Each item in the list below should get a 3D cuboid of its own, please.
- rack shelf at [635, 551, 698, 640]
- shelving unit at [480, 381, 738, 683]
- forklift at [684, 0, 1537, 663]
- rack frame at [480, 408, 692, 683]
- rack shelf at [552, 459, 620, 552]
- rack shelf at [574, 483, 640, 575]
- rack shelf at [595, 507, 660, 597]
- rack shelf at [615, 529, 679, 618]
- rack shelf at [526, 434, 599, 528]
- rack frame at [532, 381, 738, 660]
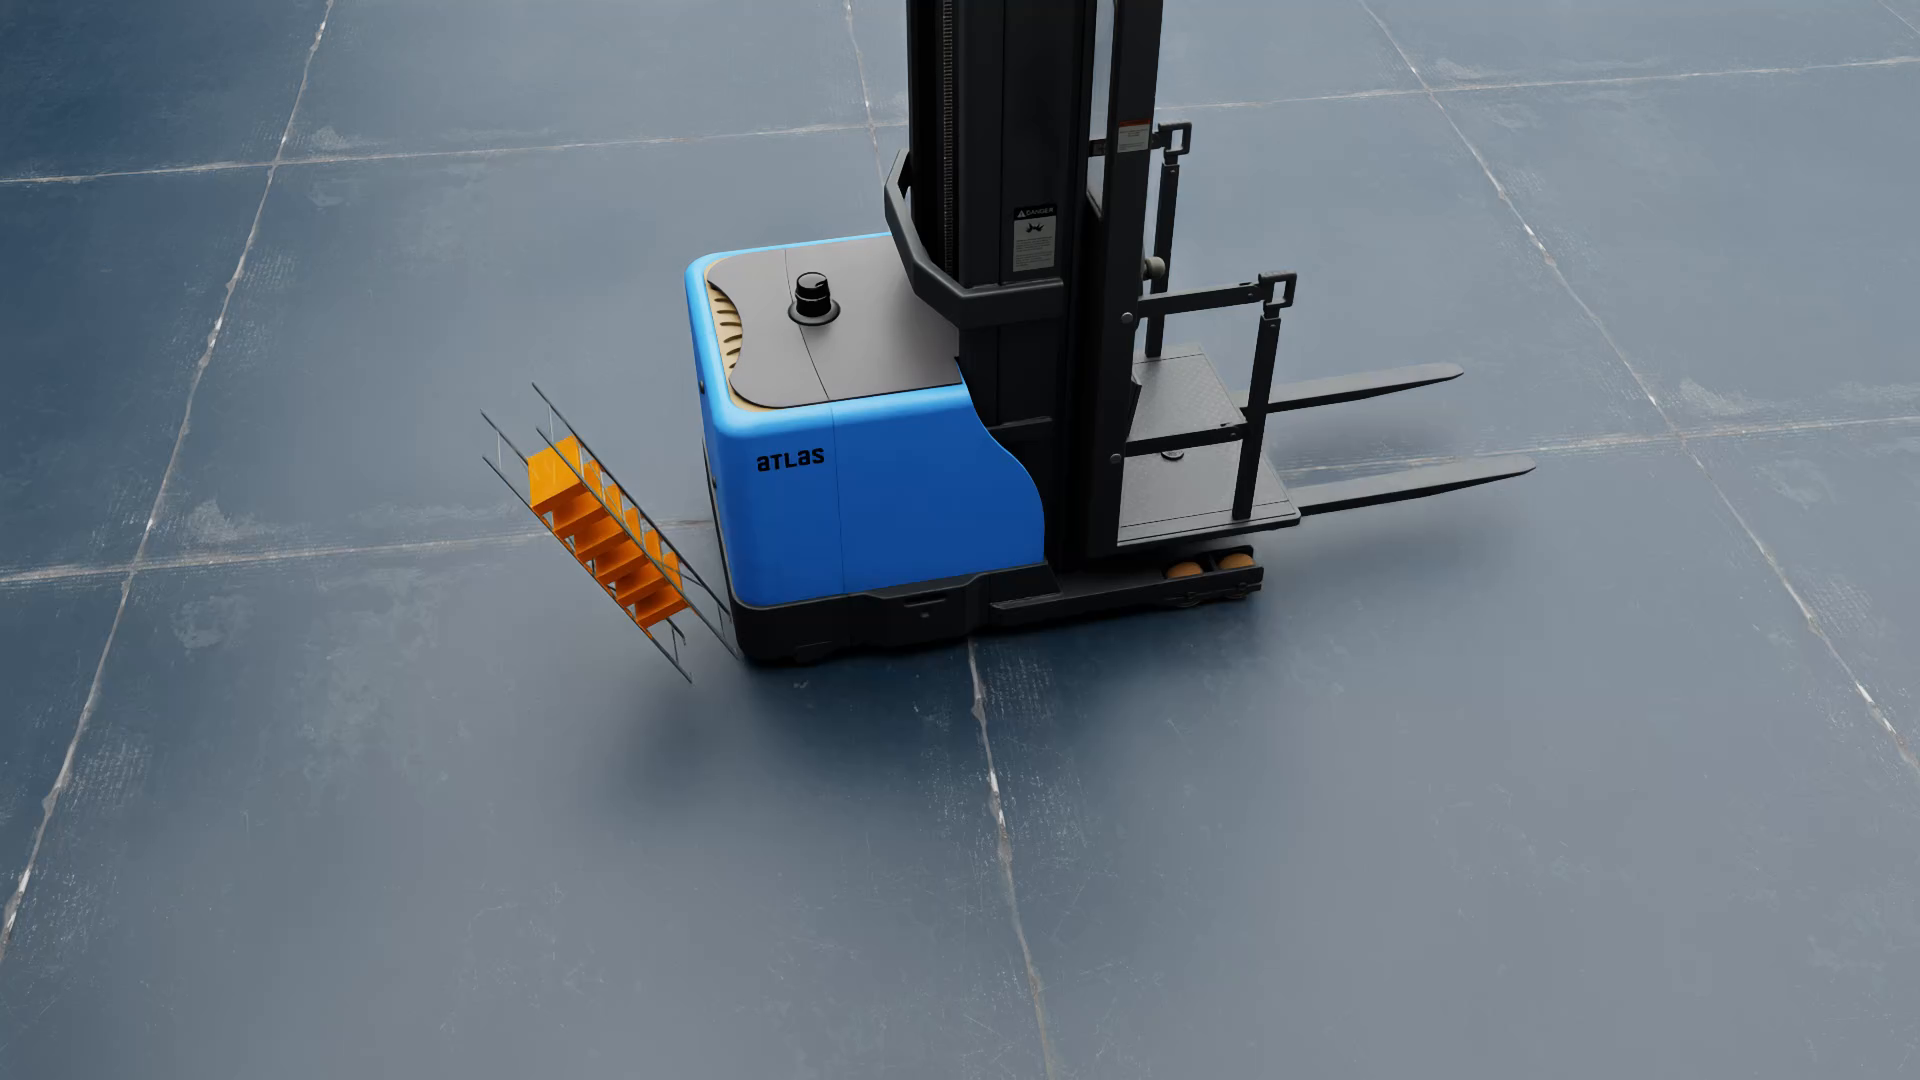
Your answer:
[{"bbox_3d":[-0.994,0.178,5.563,0.180,0.103,0.258,-27,43,7],"label":"rack shelf"},{"bbox_3d":[-1.108,0.004,5.369,0.189,1.200,0.258,-27,43,7],"label":"shelving unit"},{"bbox_3d":[0.610,-1.184,5.374,3.031,2.935,1.130,-9,43,-10],"label":"forklift"},{"bbox_3d":[-1.189,0.045,5.380,0.006,1.200,0.240,-27,43,7],"label":"rack frame"},{"bbox_3d":[-1.186,-0.115,5.236,0.180,0.103,0.258,-27,43,7],"label":"rack shelf"},{"bbox_3d":[-1.138,-0.042,5.318,0.180,0.103,0.258,-27,43,7],"label":"rack shelf"},{"bbox_3d":[-1.090,0.032,5.399,0.180,0.103,0.258,-27,43,7],"label":"rack shelf"},{"bbox_3d":[-1.042,0.105,5.481,0.180,0.103,0.258,-27,43,7],"label":"rack shelf"},{"bbox_3d":[-1.235,-0.189,5.154,0.180,0.103,0.258,-27,43,7],"label":"rack shelf"},{"bbox_3d":[-1.027,-0.037,5.358,0.006,1.200,0.240,-27,43,7],"label":"rack frame"}]
